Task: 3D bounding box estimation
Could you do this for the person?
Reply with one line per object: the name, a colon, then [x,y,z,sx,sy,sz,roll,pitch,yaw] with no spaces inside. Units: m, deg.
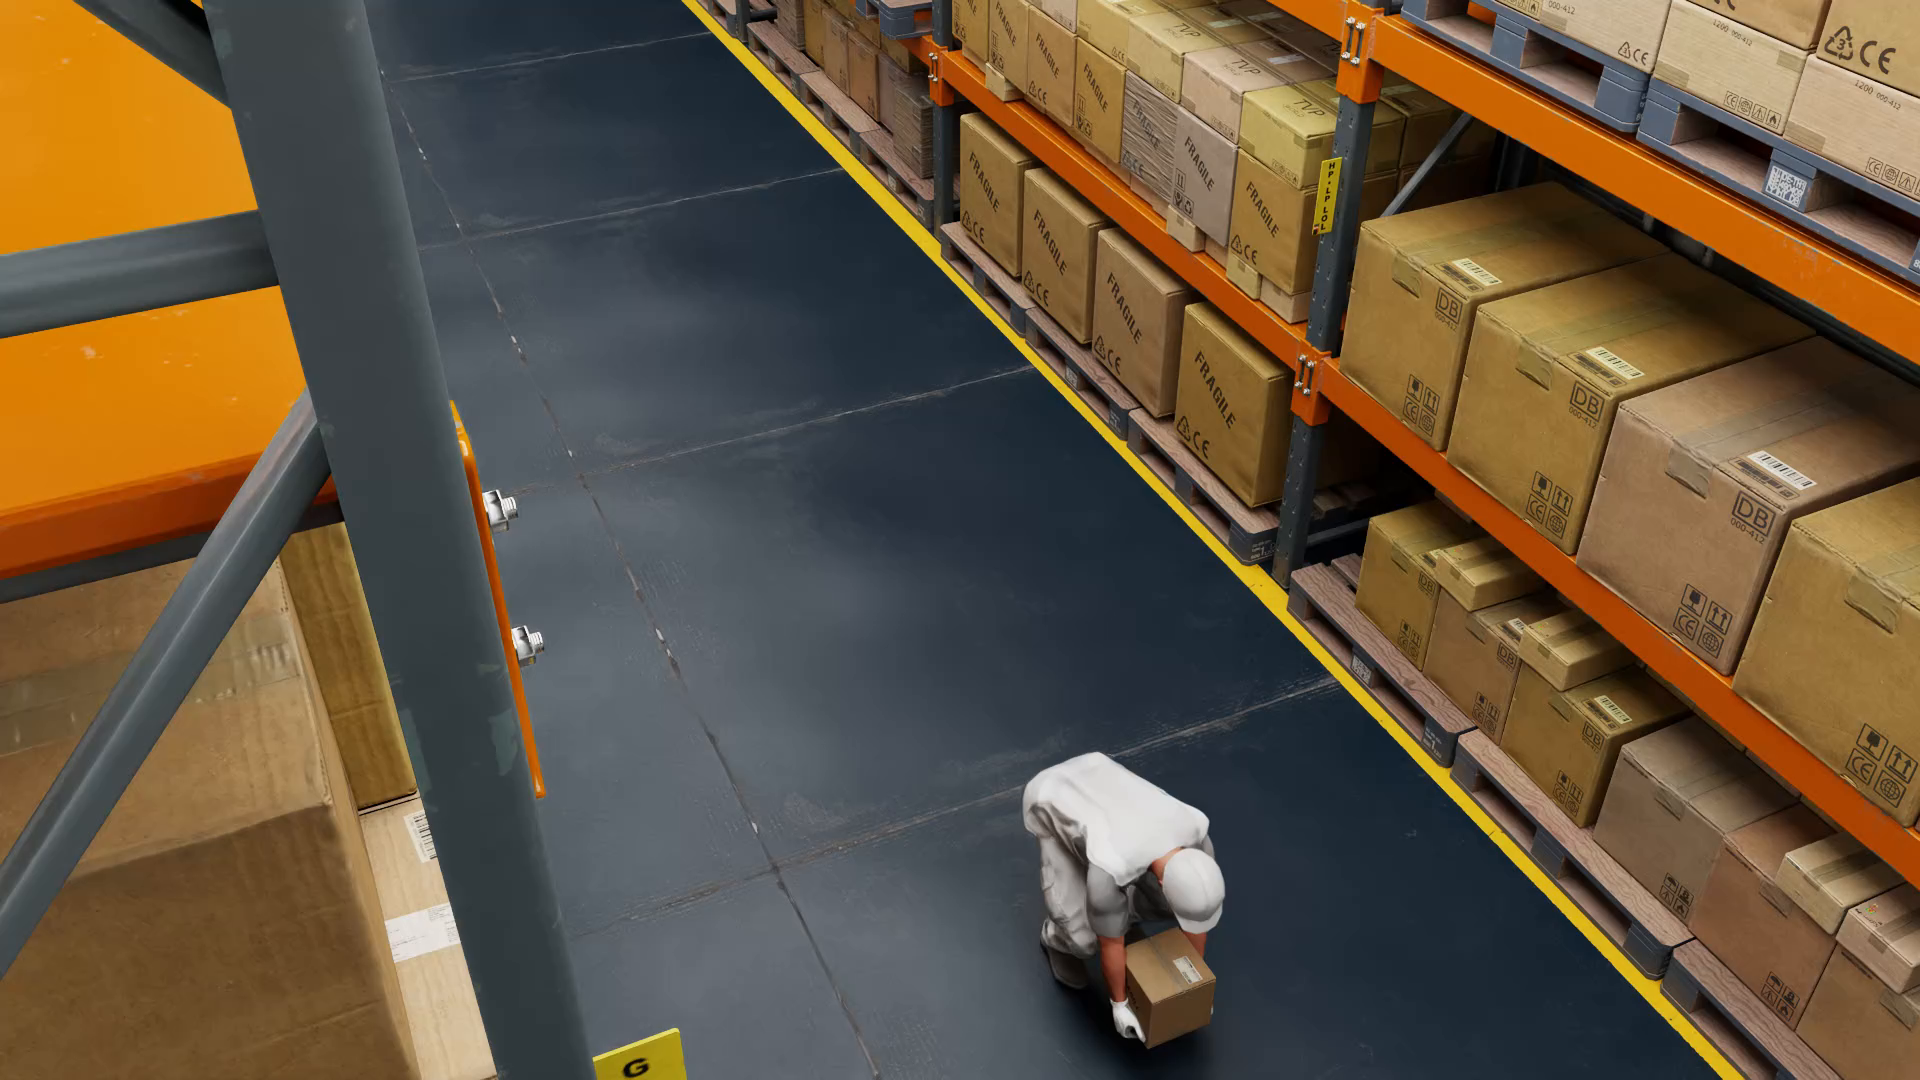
person: [0.578,1.236,5.862,0.533,0.987,0.935,-17,40,-21]
